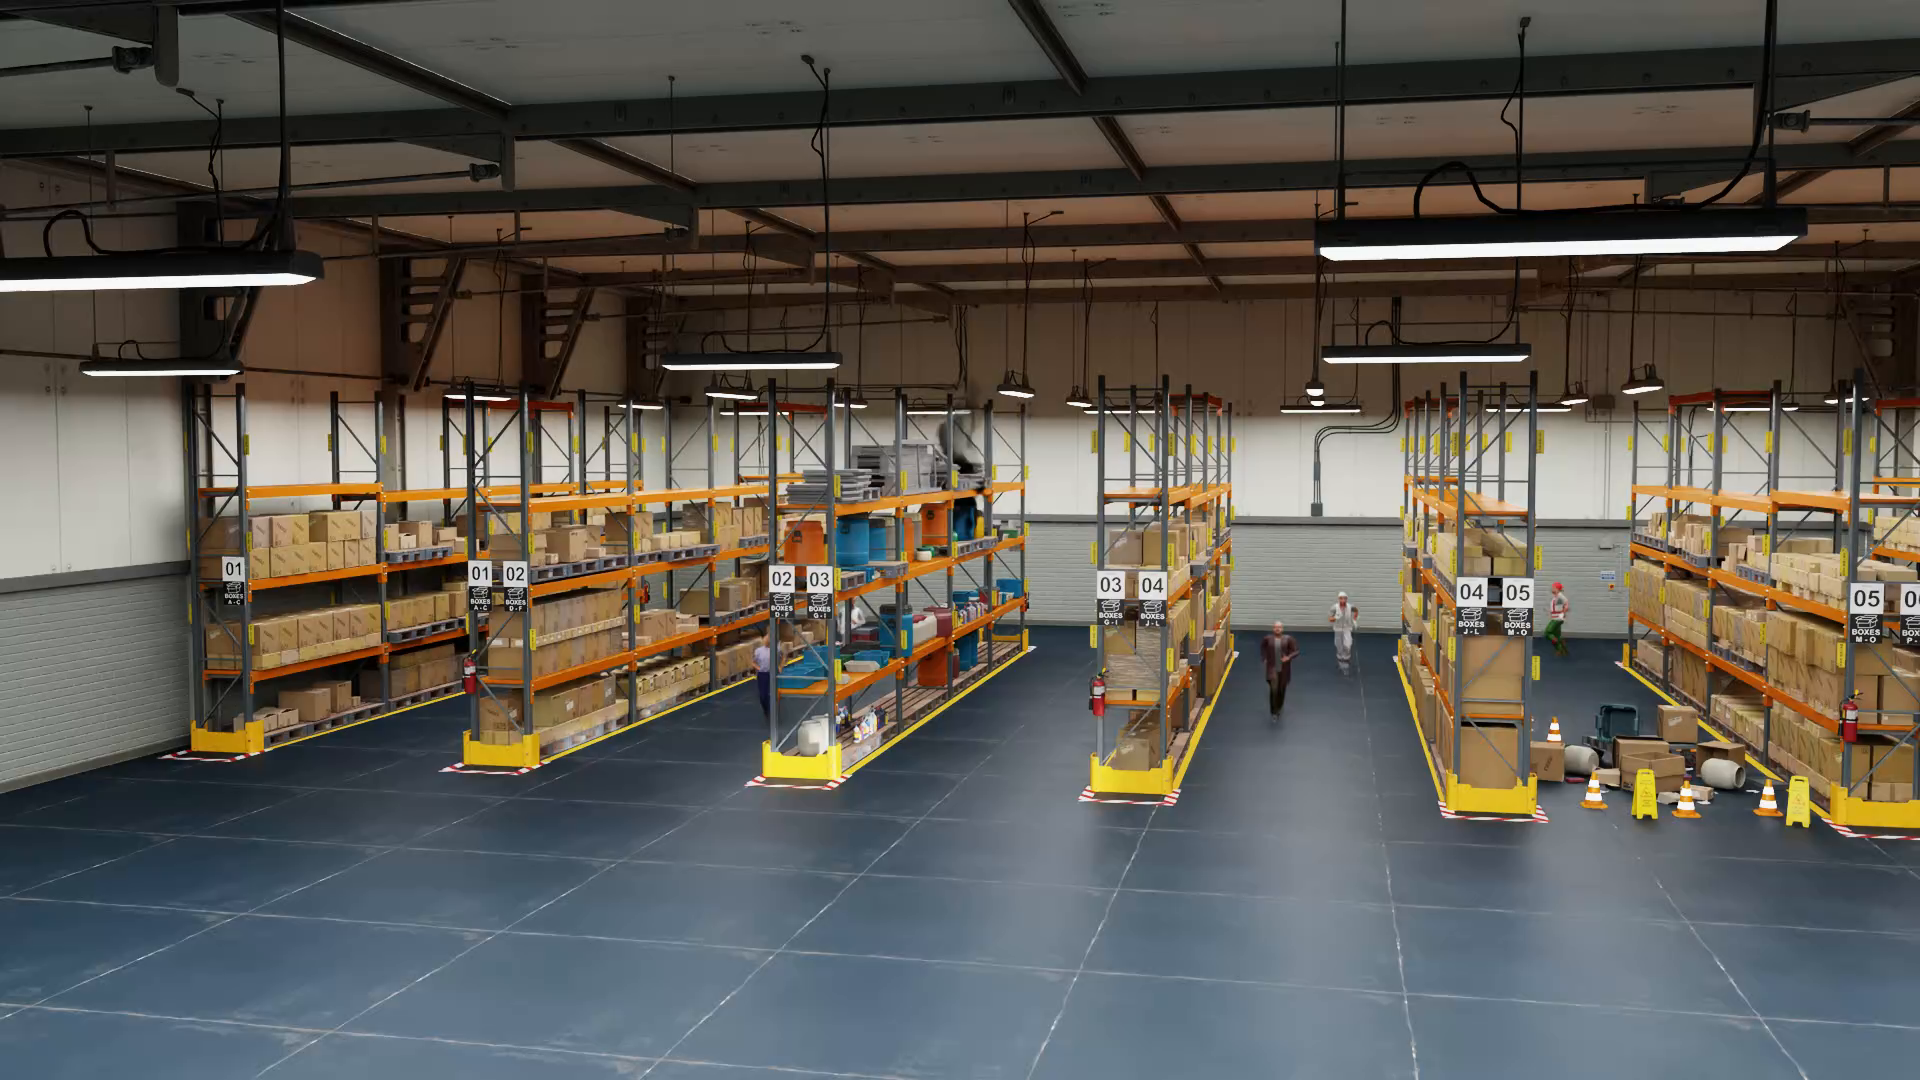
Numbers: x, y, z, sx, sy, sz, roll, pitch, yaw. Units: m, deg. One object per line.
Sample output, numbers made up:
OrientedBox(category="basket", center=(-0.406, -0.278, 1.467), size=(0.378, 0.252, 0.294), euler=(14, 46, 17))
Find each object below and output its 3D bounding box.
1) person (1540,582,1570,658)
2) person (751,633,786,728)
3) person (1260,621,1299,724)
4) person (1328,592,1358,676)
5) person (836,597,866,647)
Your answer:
OrientedBox(category="person", center=(13.984, 1.886, 39.068), size=(0.674, 1.781, 0.684), euler=(1, 3, 13))
OrientedBox(category="person", center=(-3.423, 2.481, 29.701), size=(0.608, 1.644, 0.903), euler=(0, 3, -3))
OrientedBox(category="person", center=(5.808, 2.382, 30.235), size=(0.692, 1.836, 0.894), euler=(1, 3, 10))
OrientedBox(category="person", center=(8.351, 2.044, 36.285), size=(0.616, 1.846, 0.846), euler=(1, 3, 14))
OrientedBox(category="person", center=(-2.373, 2.041, 36.069), size=(0.662, 1.749, 0.959), euler=(0, 3, 1))
